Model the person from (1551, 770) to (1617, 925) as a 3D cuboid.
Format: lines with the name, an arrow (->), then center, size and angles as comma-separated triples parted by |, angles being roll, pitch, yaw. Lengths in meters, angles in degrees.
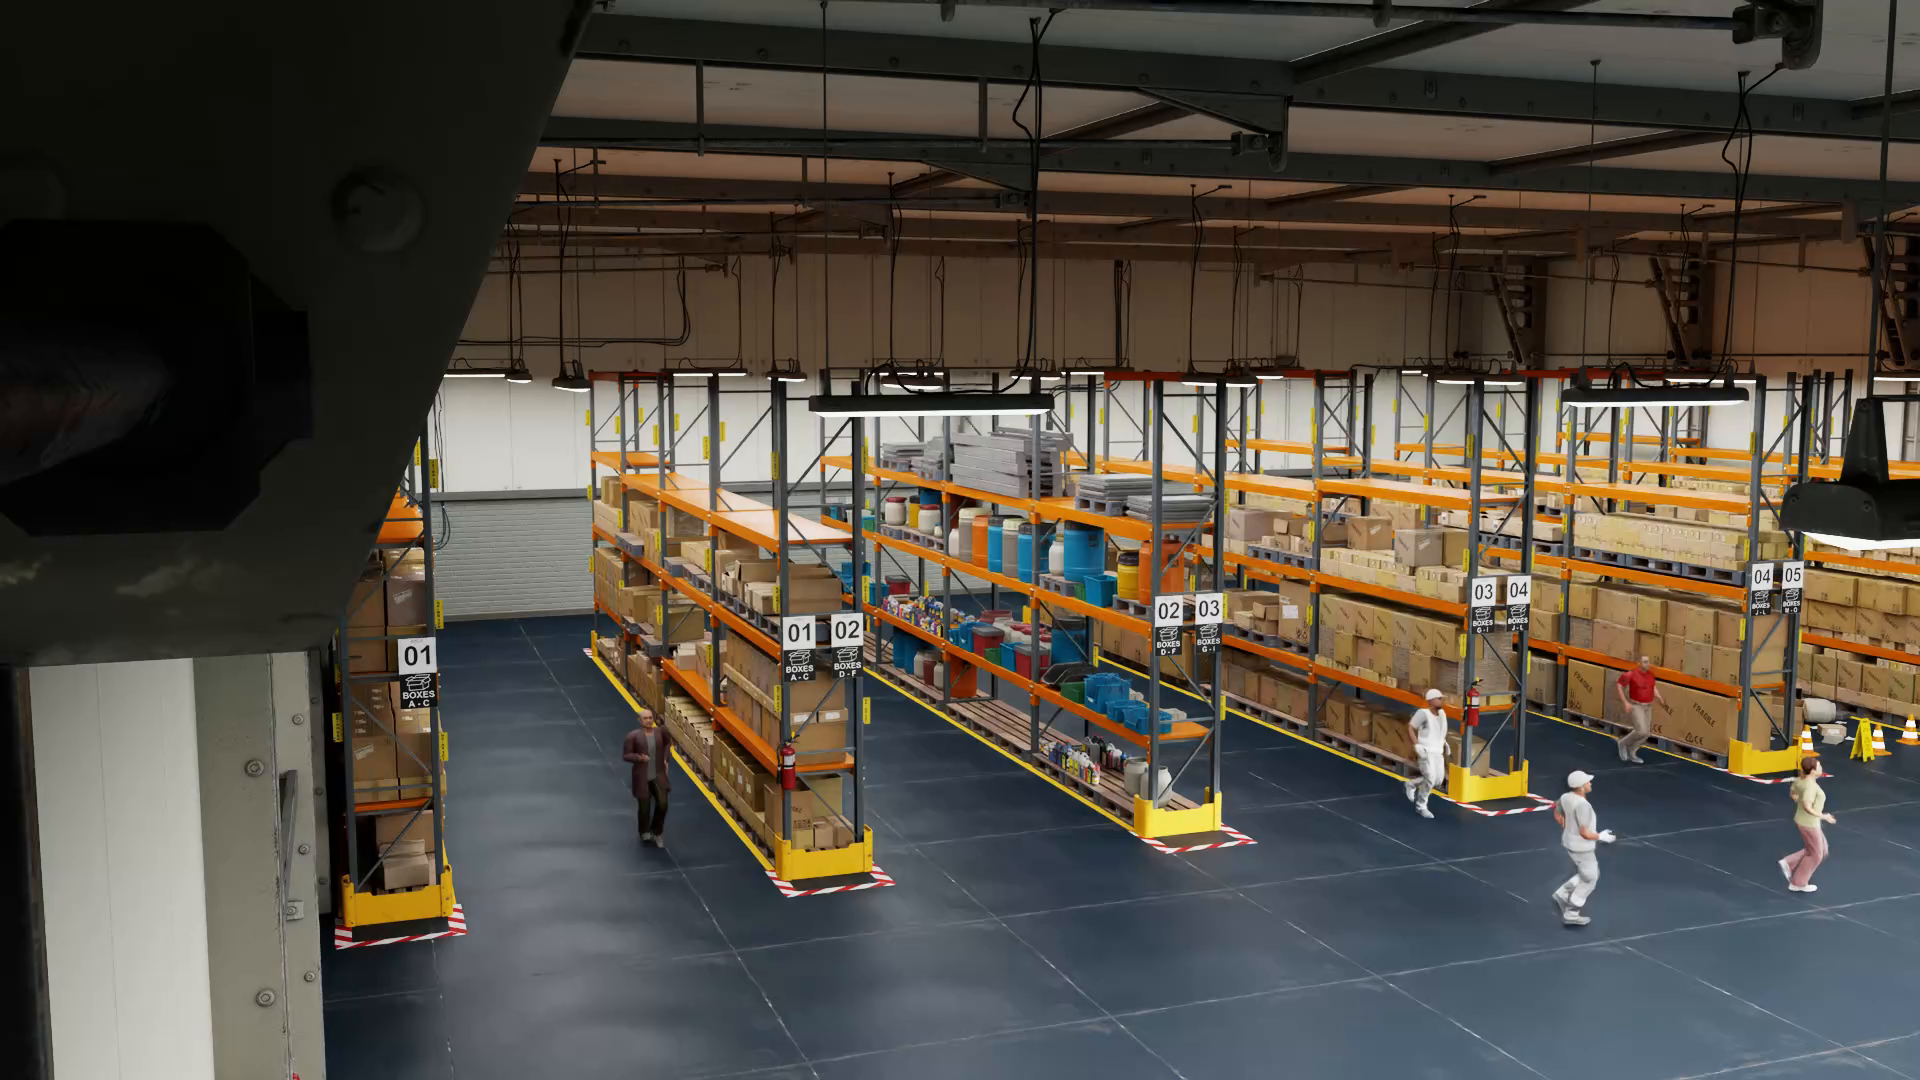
person -> 6.908, 3.406, 18.441 | 0.598, 1.740, 0.648 | 0, 6, 1

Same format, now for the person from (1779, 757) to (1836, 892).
person -> 9.970, 3.341, 19.560 | 0.533, 1.624, 0.558 | 2, 7, 14

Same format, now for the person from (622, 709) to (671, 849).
person -> -3.984, 3.078, 21.373 | 0.688, 1.814, 0.754 | -3, 7, -23

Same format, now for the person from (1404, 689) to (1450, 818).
person -> 6.464, 2.922, 23.047 | 0.734, 1.735, 0.622 | -4, 8, -34

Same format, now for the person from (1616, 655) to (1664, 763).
person -> 10.578, 2.619, 25.780 | 0.669, 1.691, 0.579 | -3, 7, -26
